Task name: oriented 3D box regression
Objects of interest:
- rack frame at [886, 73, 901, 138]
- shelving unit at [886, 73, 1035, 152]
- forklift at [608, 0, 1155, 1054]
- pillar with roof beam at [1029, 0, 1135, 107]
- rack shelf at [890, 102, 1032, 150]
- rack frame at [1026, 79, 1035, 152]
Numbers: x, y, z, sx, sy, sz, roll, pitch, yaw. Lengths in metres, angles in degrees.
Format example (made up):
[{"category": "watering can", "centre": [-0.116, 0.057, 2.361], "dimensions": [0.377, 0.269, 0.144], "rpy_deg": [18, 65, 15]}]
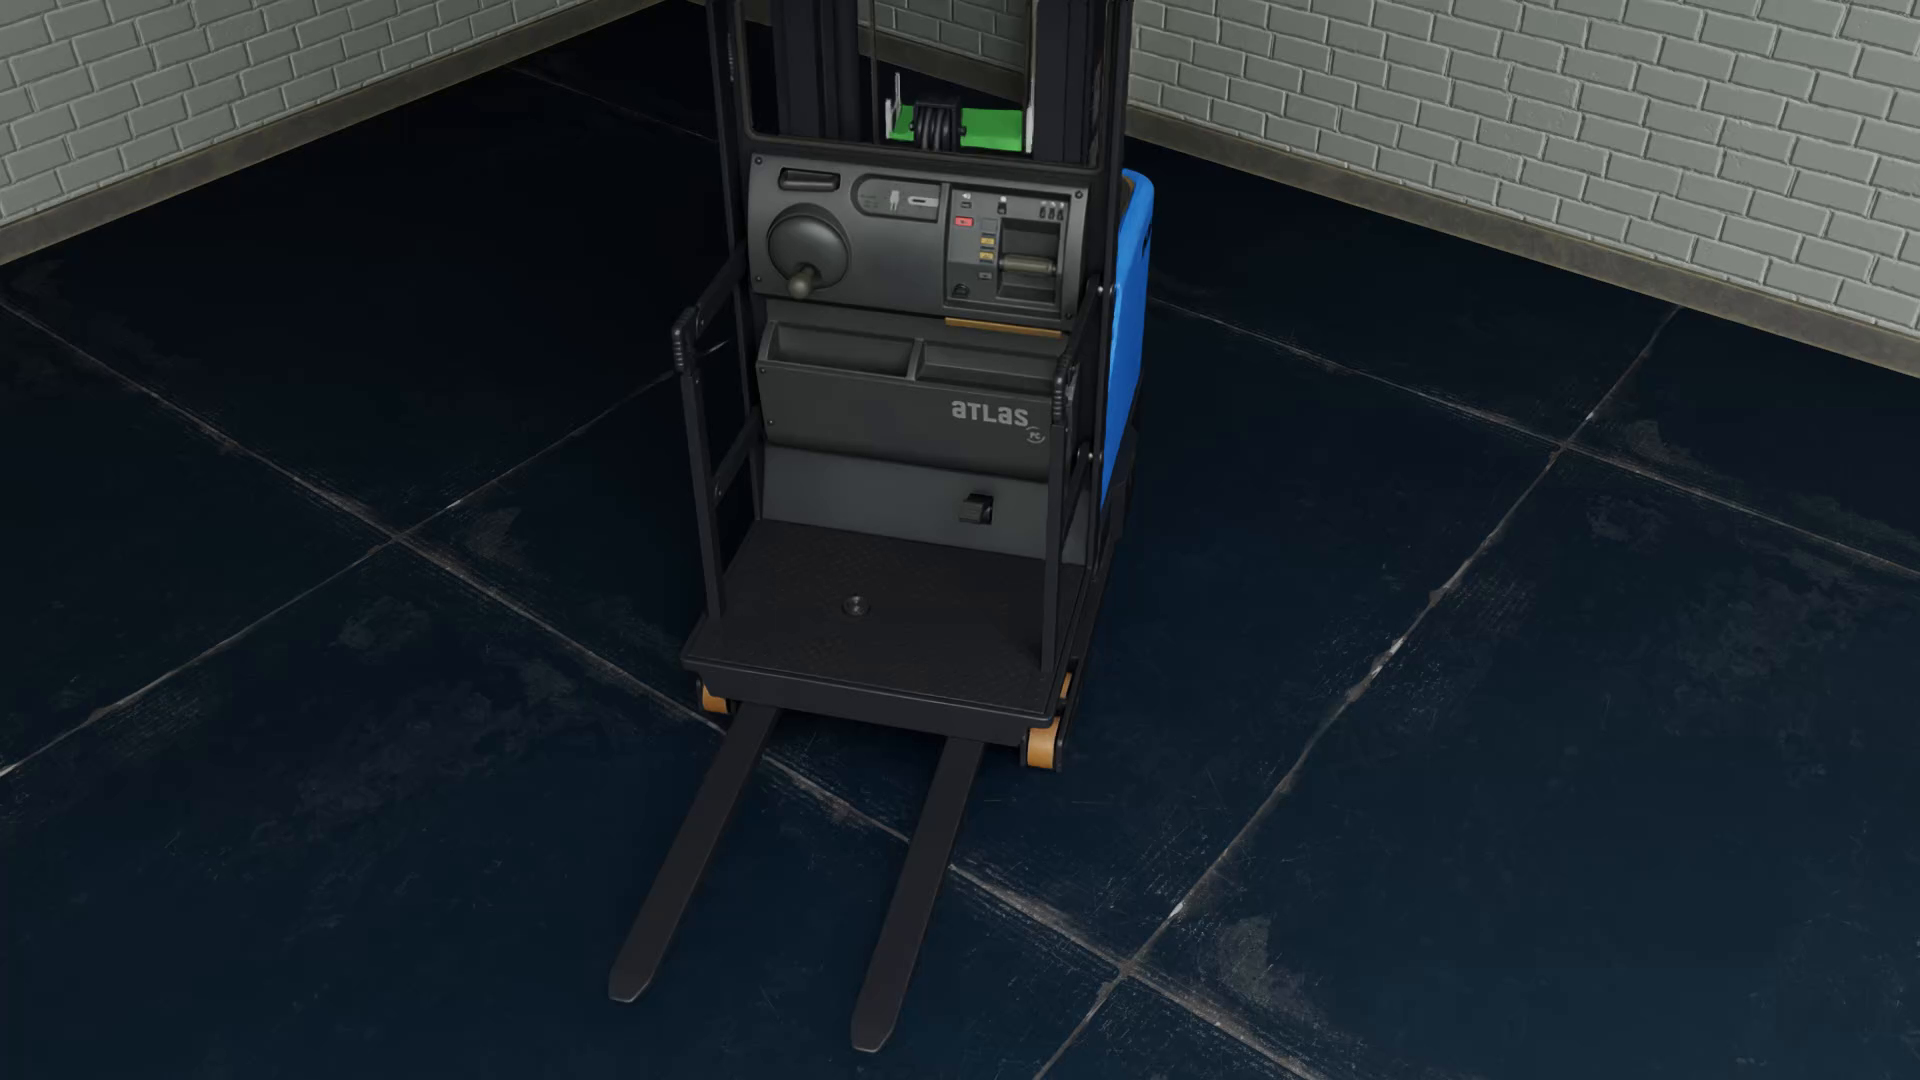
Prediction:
[{"category": "rack frame", "centre": [-0.234, -1.123, 6.210], "dimensions": [0.015, 1.200, 0.240], "rpy_deg": [4, 38, 6]}, {"category": "shelving unit", "centre": [0.008, -1.104, 6.186], "dimensions": [0.503, 1.200, 0.258], "rpy_deg": [4, 38, 6]}, {"category": "forklift", "centre": [-0.170, -0.742, 4.320], "dimensions": [1.130, 2.935, 3.031], "rpy_deg": [8, 39, 10]}, {"category": "pillar with roof beam", "centre": [-2.023, -3.489, 2.907], "dimensions": [0.400, 9.000, 9.100], "rpy_deg": [25, 45, 29]}, {"category": "rack shelf", "centre": [0.008, -1.431, 5.929], "dimensions": [0.480, 0.148, 0.258], "rpy_deg": [4, 38, 6]}, {"category": "rack frame", "centre": [0.250, -1.085, 6.162], "dimensions": [0.015, 1.200, 0.240], "rpy_deg": [4, 38, 6]}]
